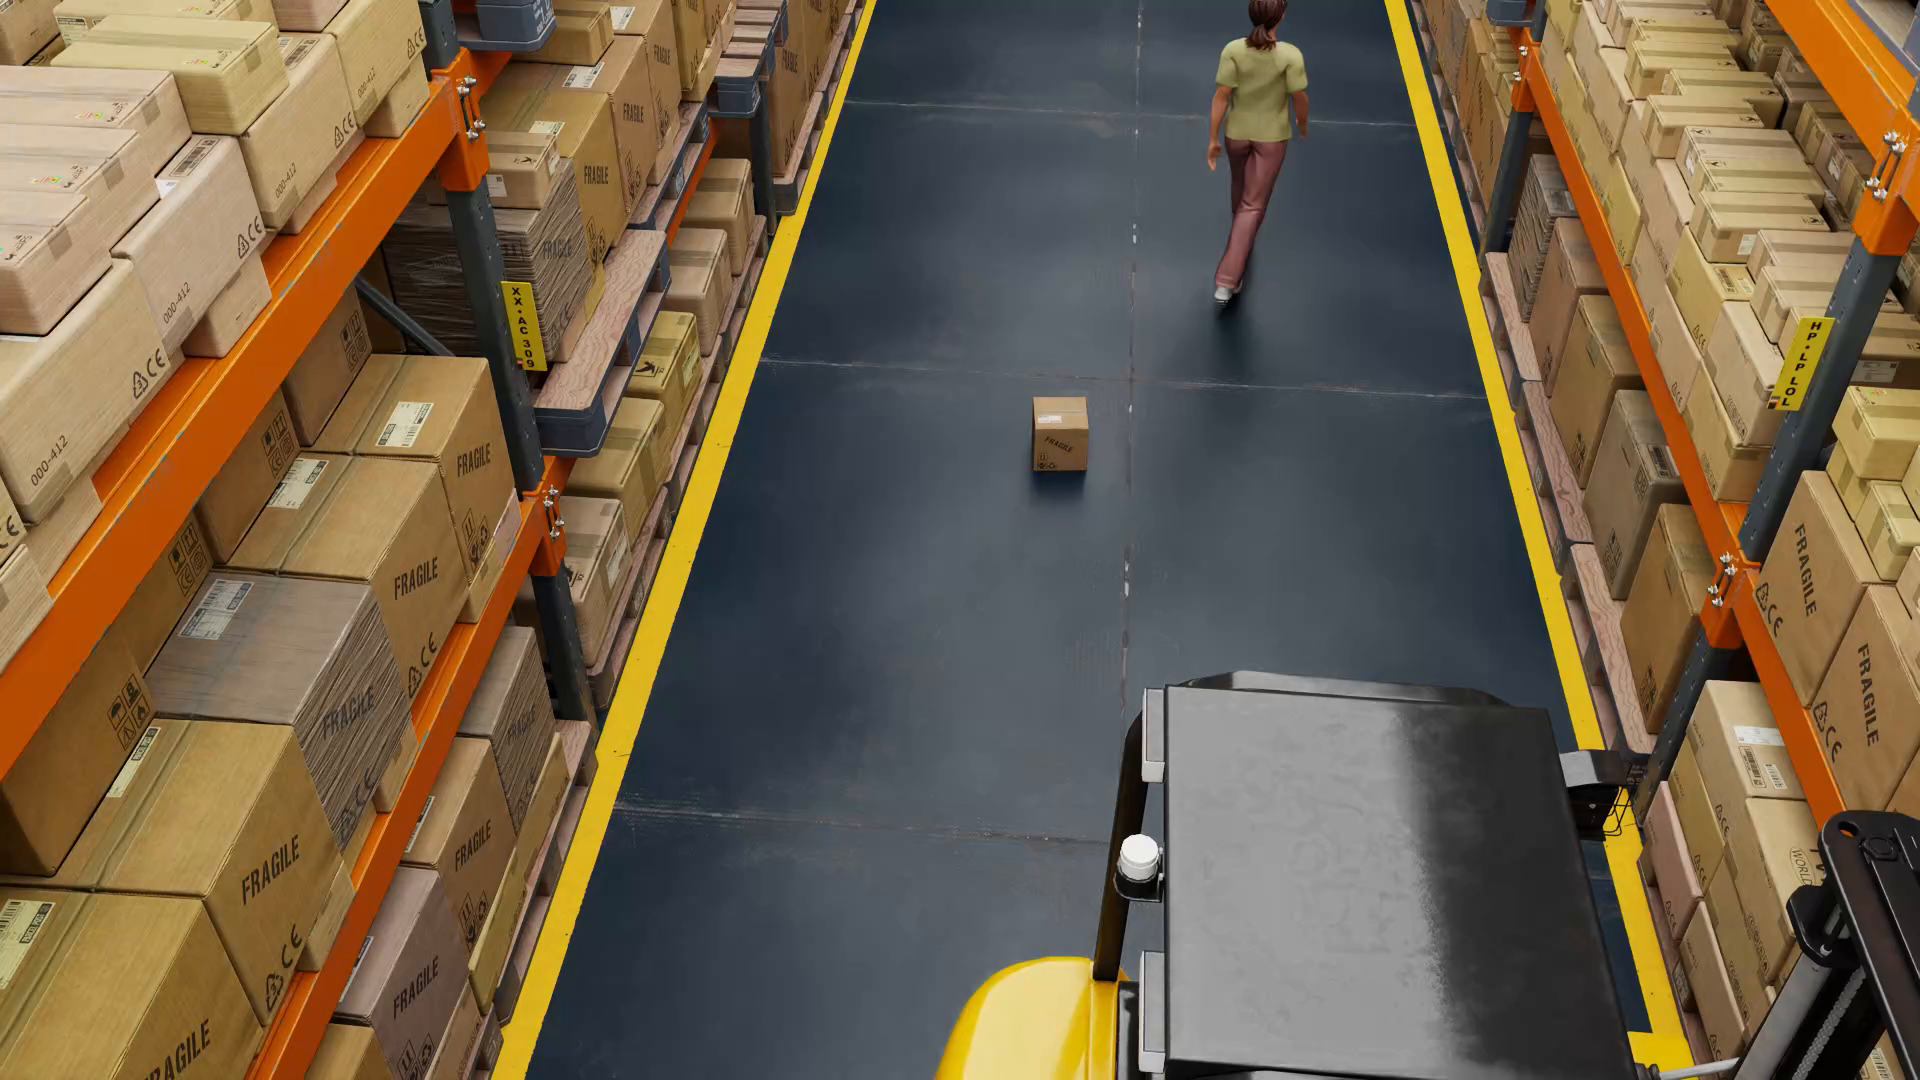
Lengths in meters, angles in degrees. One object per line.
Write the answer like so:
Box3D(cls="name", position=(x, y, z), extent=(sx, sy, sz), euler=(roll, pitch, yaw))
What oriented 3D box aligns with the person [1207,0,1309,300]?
Box3D(cls="person", position=(1.575, -2.139, 8.691), extent=(0.457, 1.615, 1.027), euler=(16, 43, 19))
